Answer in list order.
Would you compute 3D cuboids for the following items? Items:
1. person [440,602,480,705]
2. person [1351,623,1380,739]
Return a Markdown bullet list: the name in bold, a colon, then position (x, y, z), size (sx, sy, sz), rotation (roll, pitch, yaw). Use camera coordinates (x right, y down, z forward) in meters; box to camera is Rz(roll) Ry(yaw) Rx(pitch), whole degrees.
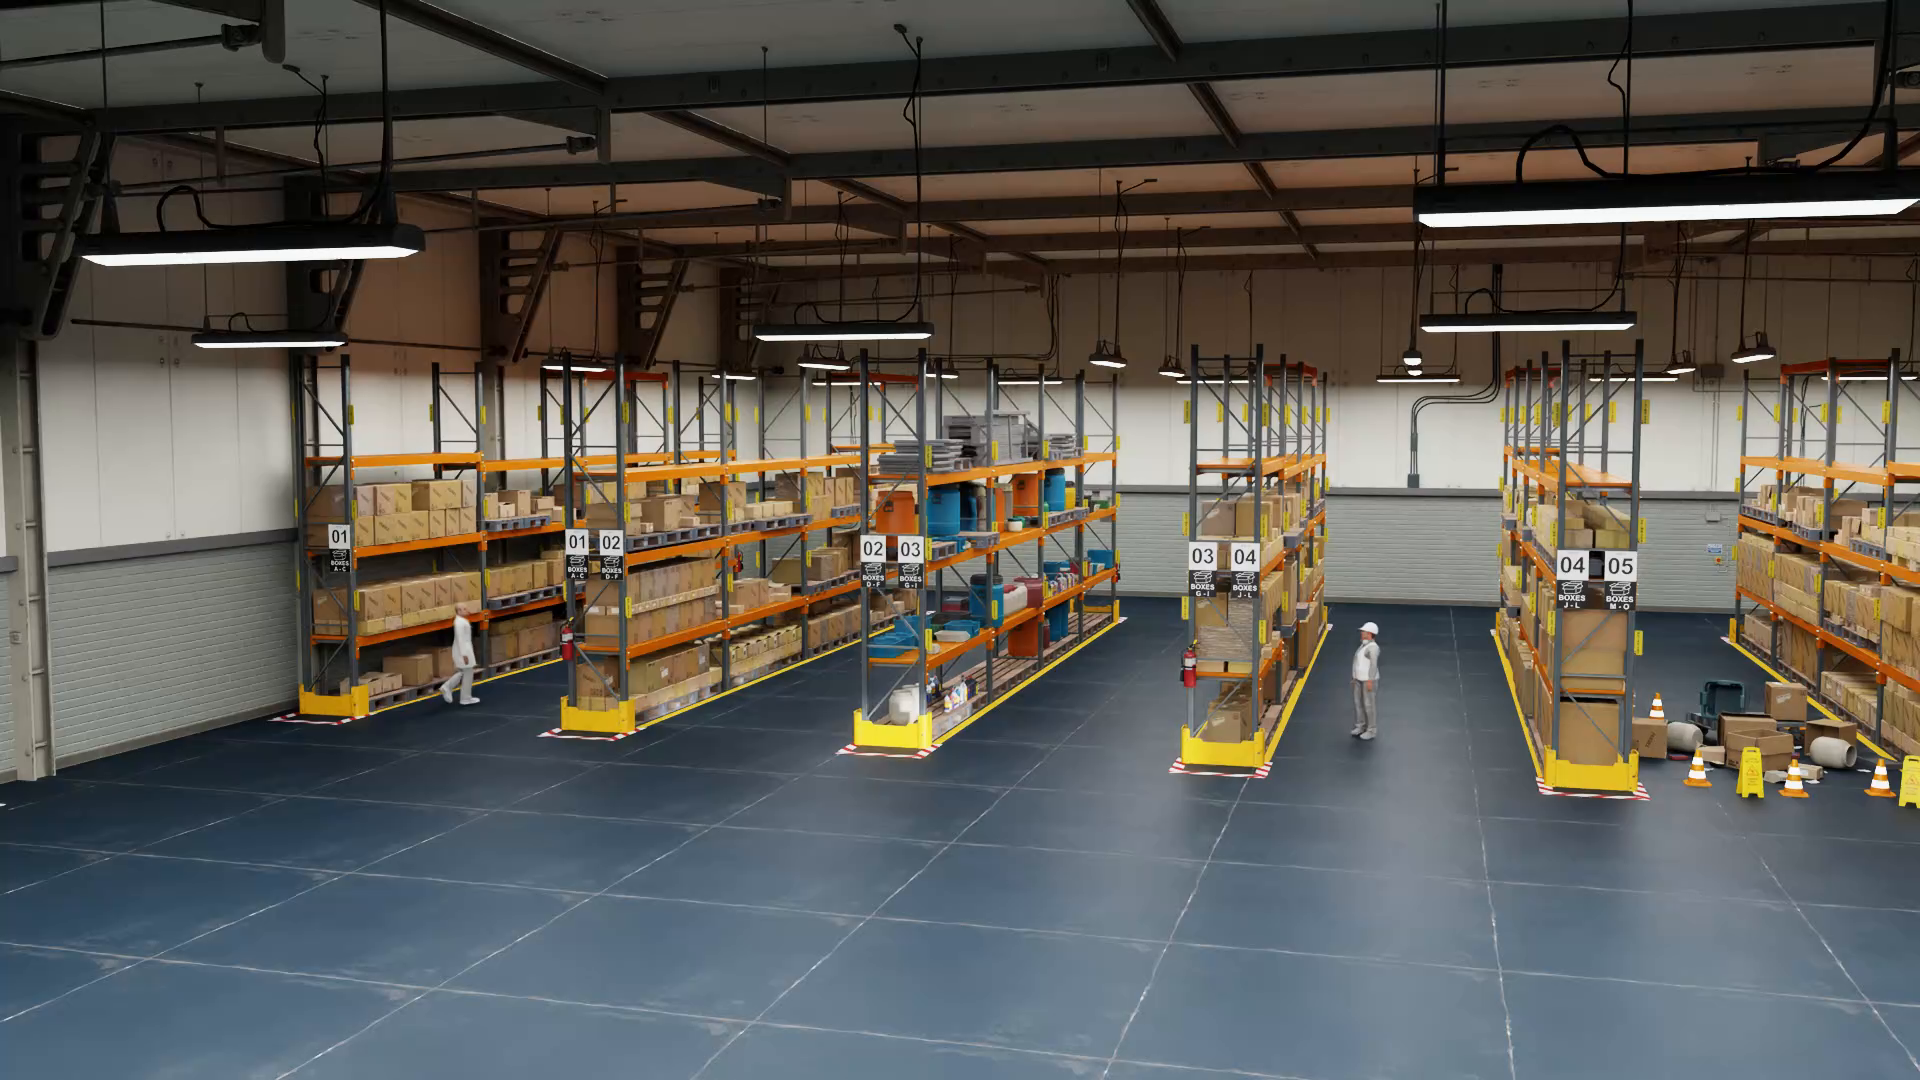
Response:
- **person**: position (-8.621, 1.955, 28.640), size (0.677, 1.769, 0.553), rotation (-4, 6, -43)
- **person**: position (6.324, 2.170, 25.888), size (0.407, 1.780, 0.573), rotation (-1, 5, -18)
